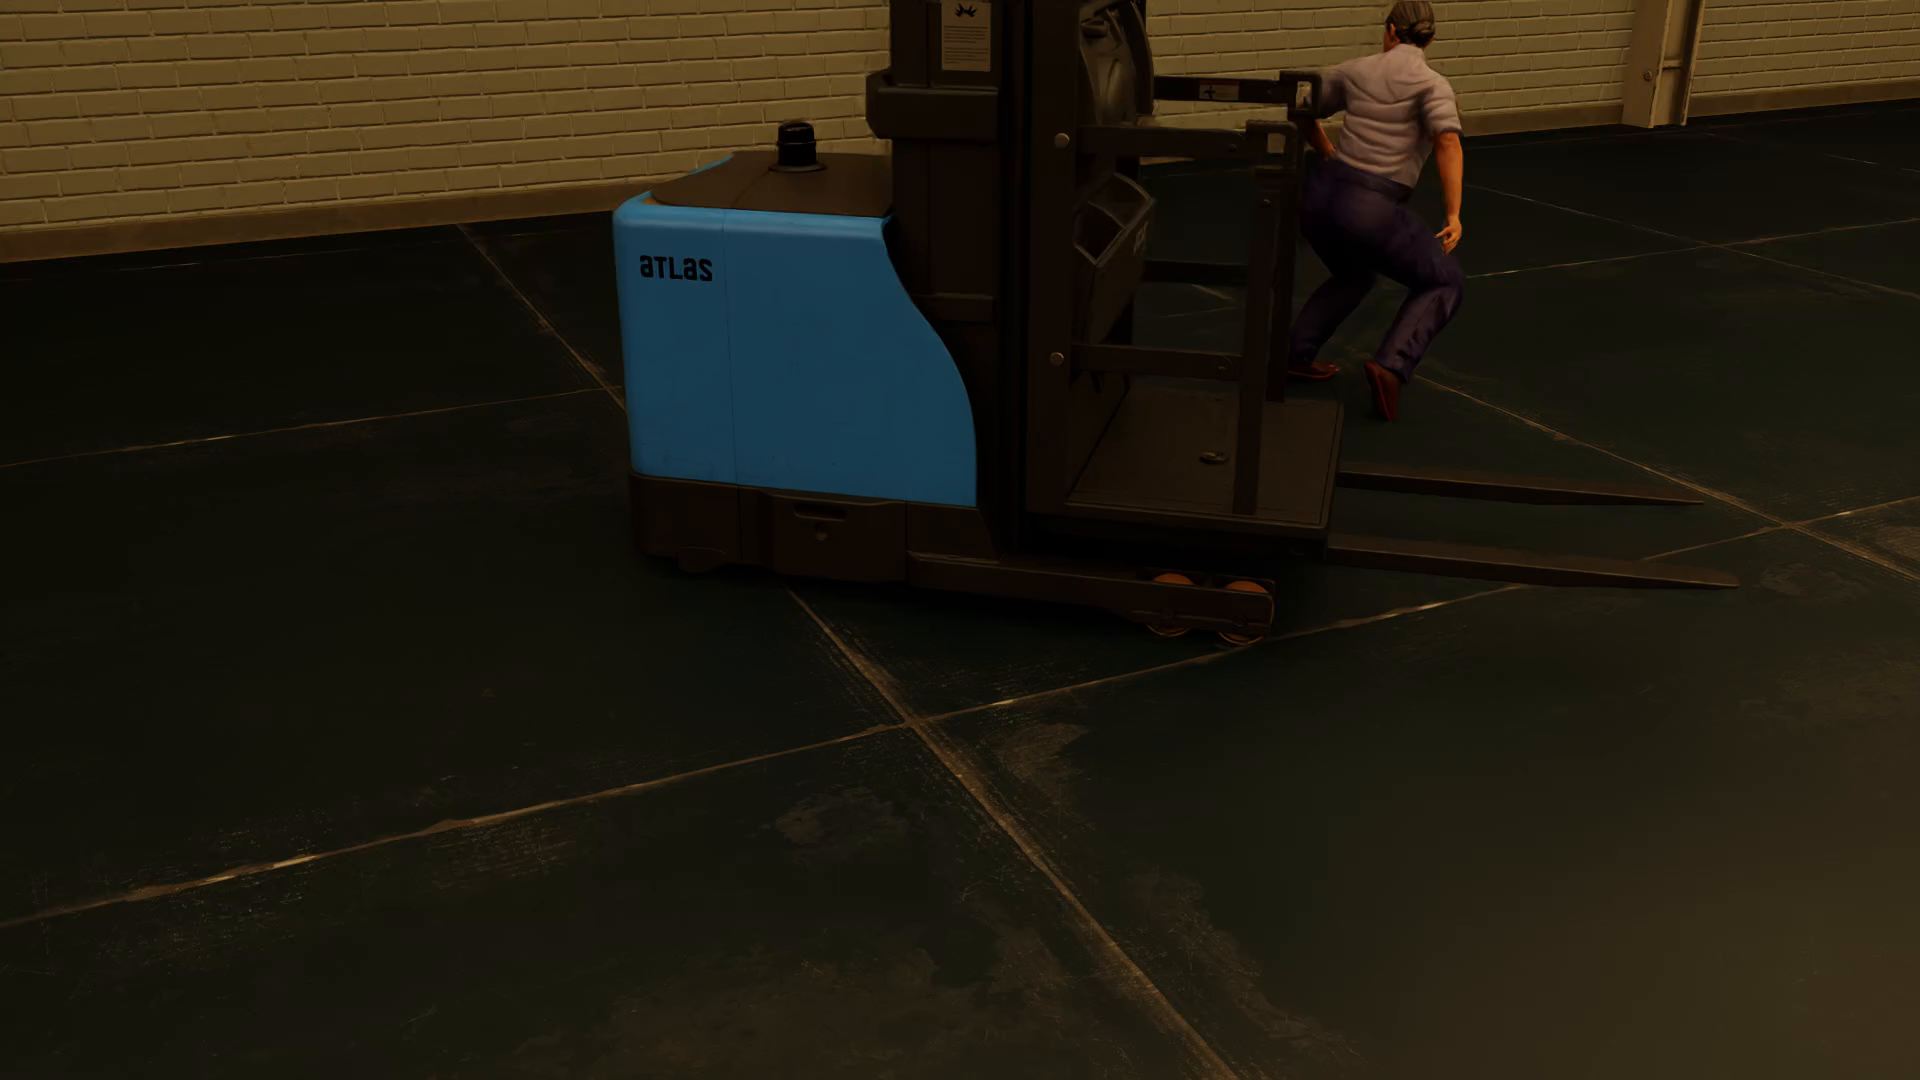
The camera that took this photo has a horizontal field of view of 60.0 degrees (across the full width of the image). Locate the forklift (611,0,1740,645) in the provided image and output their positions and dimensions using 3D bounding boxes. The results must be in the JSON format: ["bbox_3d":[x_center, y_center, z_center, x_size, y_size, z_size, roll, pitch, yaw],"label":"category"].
[{"bbox_3d":[0.609,-1.300,4.416,3.031,2.935,1.130,6,23,13],"label":"forklift"}]

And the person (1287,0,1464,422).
[{"bbox_3d":[1.566,-1.200,6.170,0.483,1.534,0.922,-14,27,-31],"label":"person"}]
